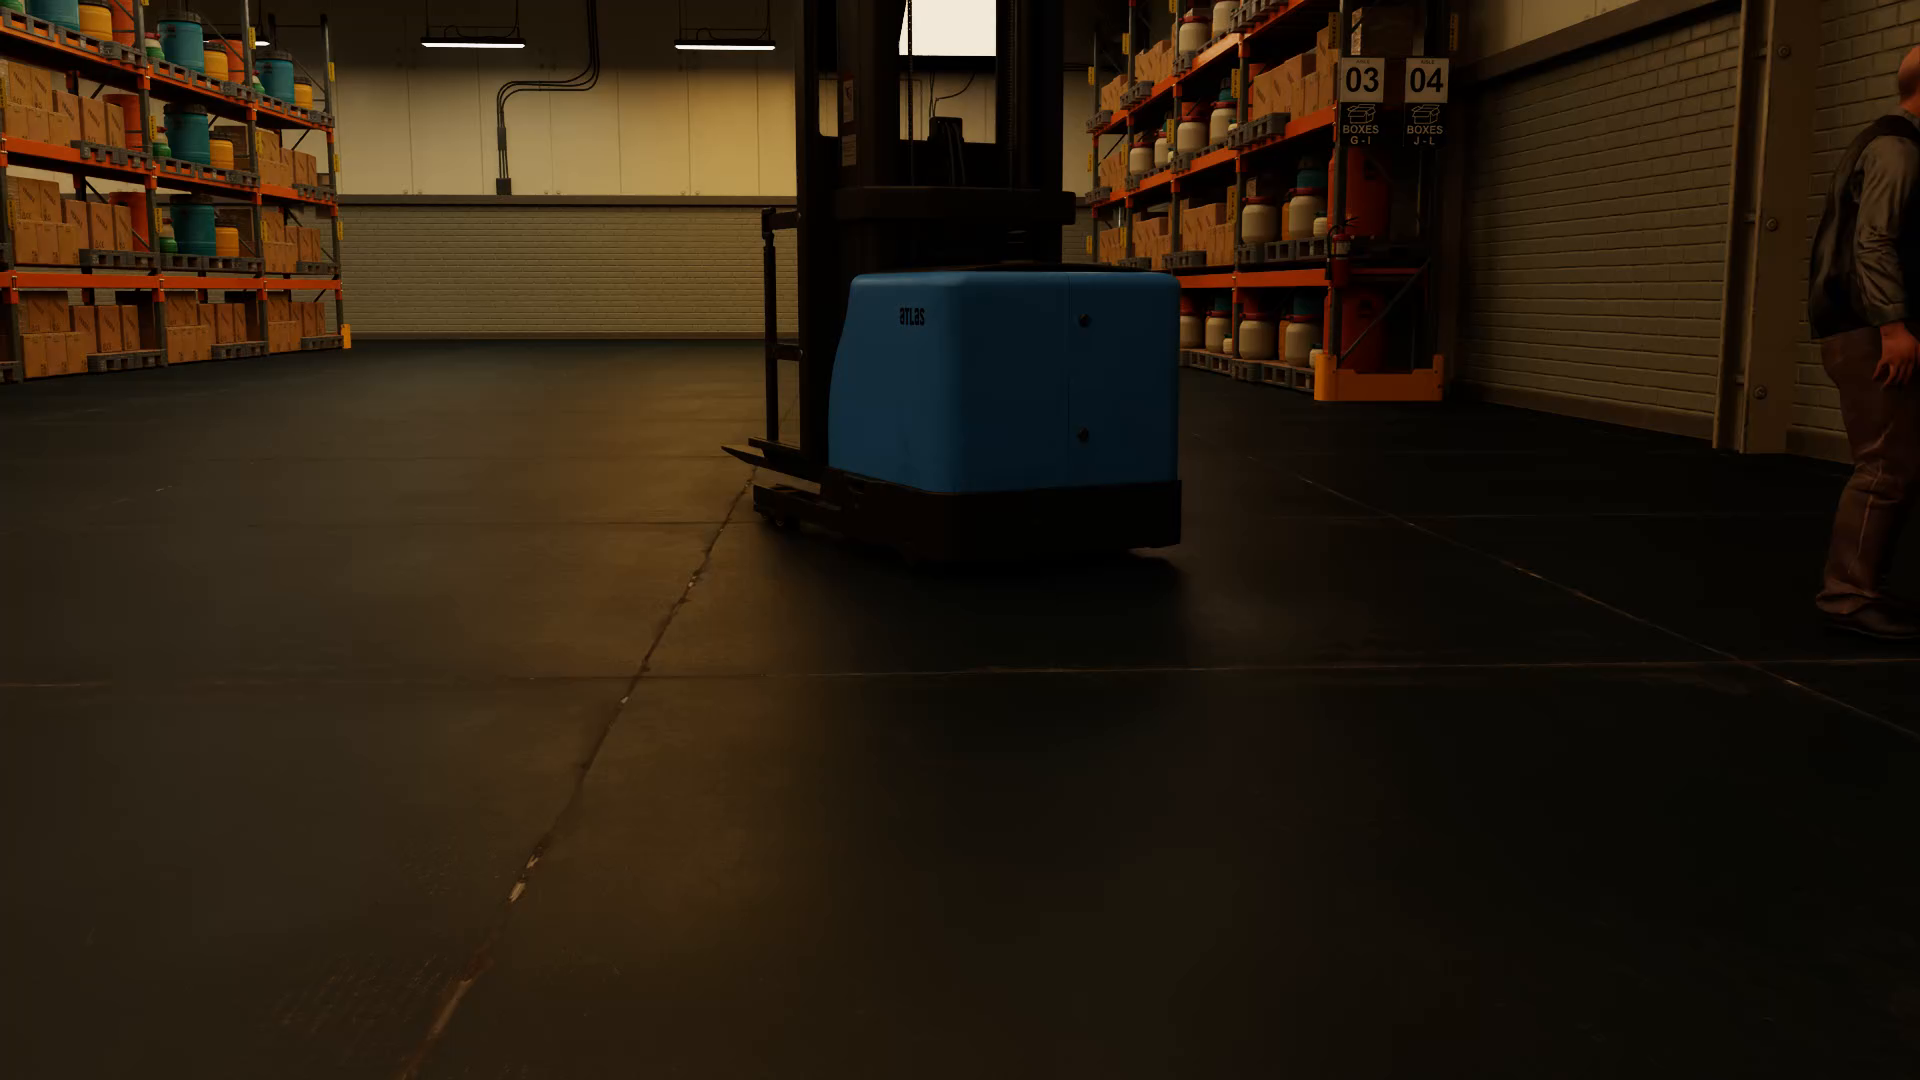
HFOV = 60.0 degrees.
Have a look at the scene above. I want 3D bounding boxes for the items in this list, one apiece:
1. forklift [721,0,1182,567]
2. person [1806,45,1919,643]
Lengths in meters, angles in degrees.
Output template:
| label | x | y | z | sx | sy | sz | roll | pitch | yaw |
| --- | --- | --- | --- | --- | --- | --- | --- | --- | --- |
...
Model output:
| label | x | y | z | sx | sy | sz | roll | pitch | yaw |
| --- | --- | --- | --- | --- | --- | --- | --- | --- | --- |
| forklift | -0.264 | -1.530 | 7.137 | 1.130 | 2.935 | 3.031 | -4 | 9 | -25 |
| person | 2.738 | -0.592 | 4.941 | 0.421 | 1.720 | 0.580 | 6 | 10 | 34 |
